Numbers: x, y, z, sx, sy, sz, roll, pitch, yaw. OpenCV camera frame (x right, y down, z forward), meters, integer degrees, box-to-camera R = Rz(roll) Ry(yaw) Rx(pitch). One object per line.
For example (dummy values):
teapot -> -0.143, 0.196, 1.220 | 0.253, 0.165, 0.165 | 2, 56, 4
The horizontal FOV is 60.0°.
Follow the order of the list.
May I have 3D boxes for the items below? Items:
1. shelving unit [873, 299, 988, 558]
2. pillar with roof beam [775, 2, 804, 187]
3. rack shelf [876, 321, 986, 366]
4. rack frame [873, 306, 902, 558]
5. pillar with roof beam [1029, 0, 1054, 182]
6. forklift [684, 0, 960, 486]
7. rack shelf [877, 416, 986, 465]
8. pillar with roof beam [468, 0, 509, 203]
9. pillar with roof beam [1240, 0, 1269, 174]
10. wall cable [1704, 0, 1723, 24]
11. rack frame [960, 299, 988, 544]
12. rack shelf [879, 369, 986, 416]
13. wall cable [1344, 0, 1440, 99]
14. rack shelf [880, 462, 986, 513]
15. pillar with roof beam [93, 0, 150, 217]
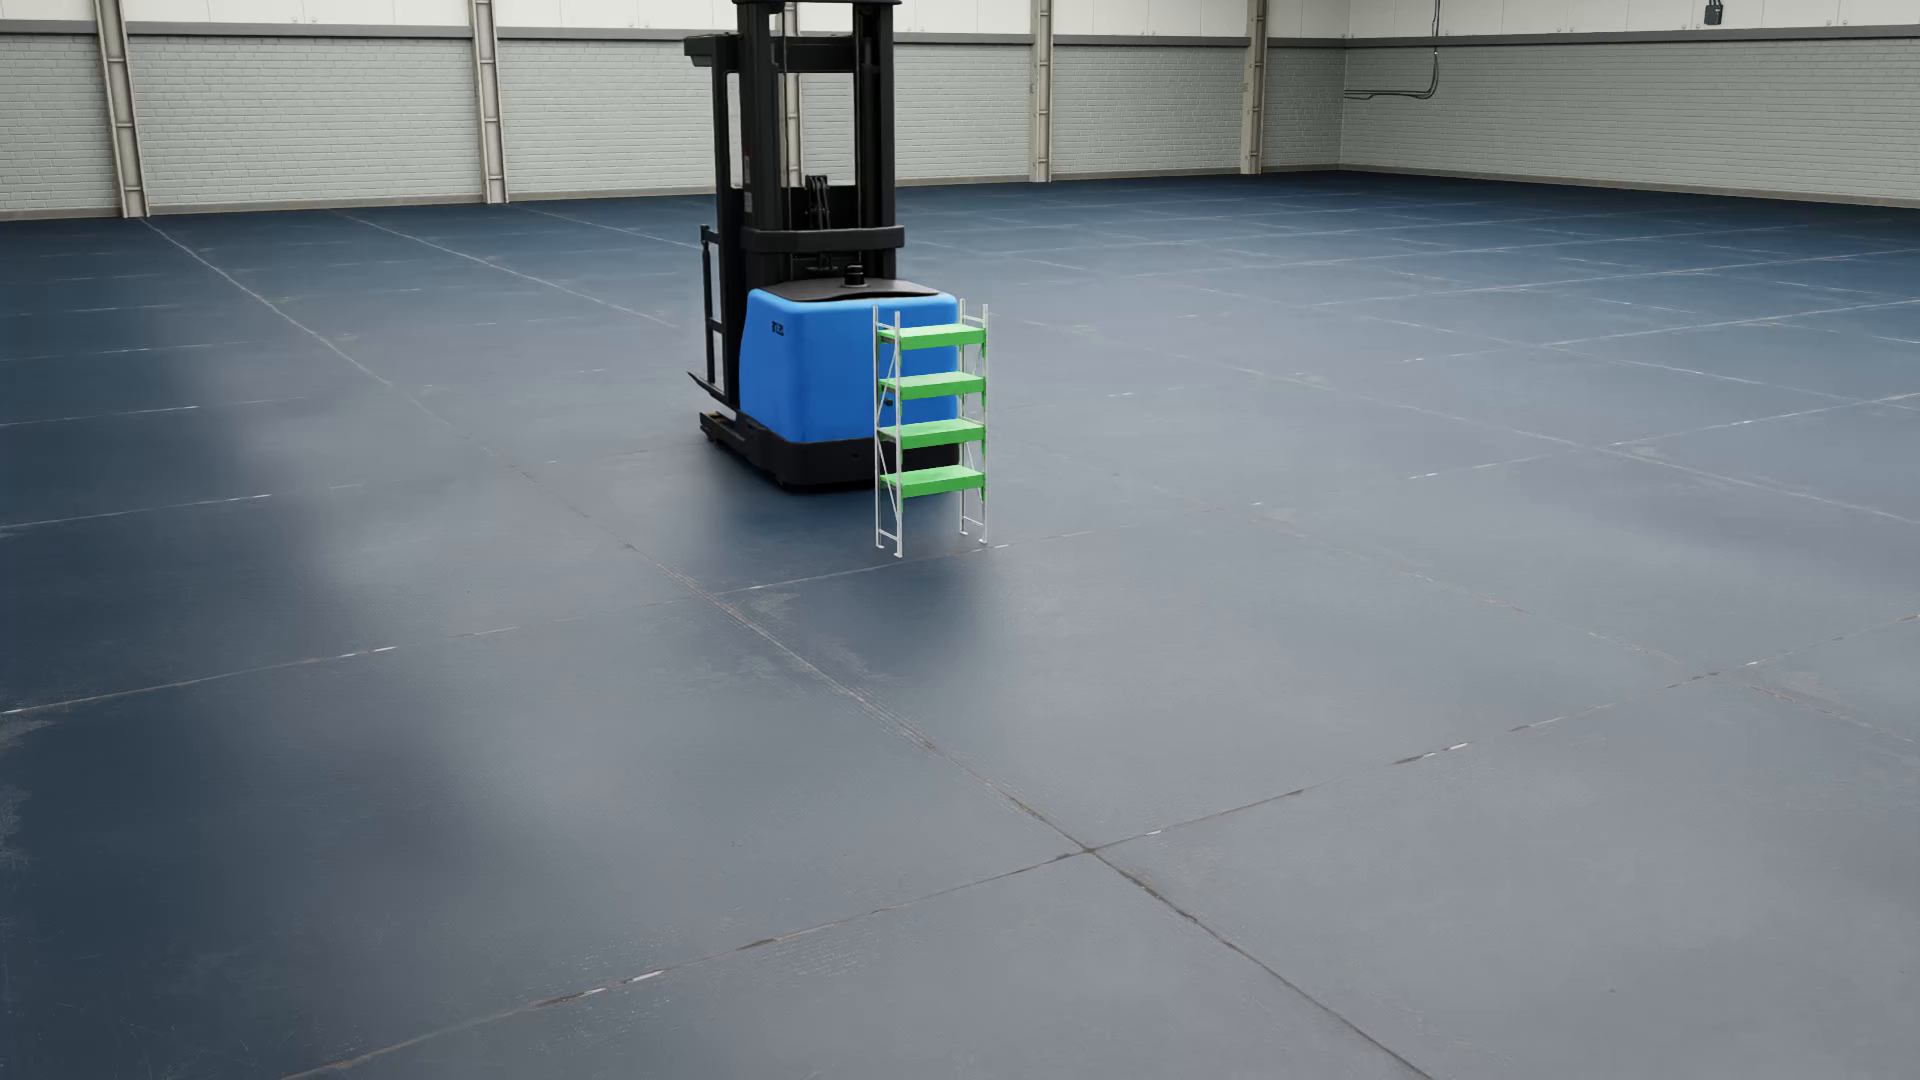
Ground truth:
shelving unit -> -0.142, -0.555, 8.187 | 0.503, 1.200, 0.258 | -9, 18, -30
pillar with roof beam -> -1.173, -10.379, 28.783 | 0.400, 9.000, 9.100 | -9, 18, -30
rack shelf -> -0.142, -0.955, 8.075 | 0.480, 0.148, 0.258 | -9, 18, -30
rack frame -> -0.351, -0.521, 8.066 | 0.015, 1.200, 0.240 | -9, 18, -30
pillar with roof beam -> 3.970, -11.213, 31.759 | 0.400, 9.000, 9.100 | -9, 18, -30
forklift -> -1.043, -2.068, 10.378 | 1.130, 2.935, 3.031 | -7, 17, -22
rack shelf -> -0.142, -0.493, 8.204 | 0.480, 0.148, 0.258 | -9, 18, -30
pillar with roof beam -> -6.316, -9.545, 25.808 | 0.400, 9.000, 9.100 | -9, 18, -30
pillar with roof beam -> 9.113, -12.047, 34.734 | 0.400, 9.000, 9.100 | -9, 18, -30
wall cable -> 14.978, -12.585, 30.354 | 0.169, 6.003, 2.305 | -9, 18, -30
rack frame -> 0.067, -0.589, 8.308 | 0.015, 1.200, 0.240 | -9, 18, -30
rack shelf -> -0.142, -0.724, 8.139 | 0.480, 0.148, 0.258 | -9, 18, -30
wall cable -> 10.103, -11.651, 39.076 | 0.112, 2.526, 3.097 | -9, 18, -30
rack shelf -> -0.142, -0.262, 8.269 | 0.480, 0.148, 0.258 | -9, 18, -30
pillar with roof beam -> -11.459, -8.710, 22.833 | 0.400, 9.000, 9.100 | -9, 18, -30
